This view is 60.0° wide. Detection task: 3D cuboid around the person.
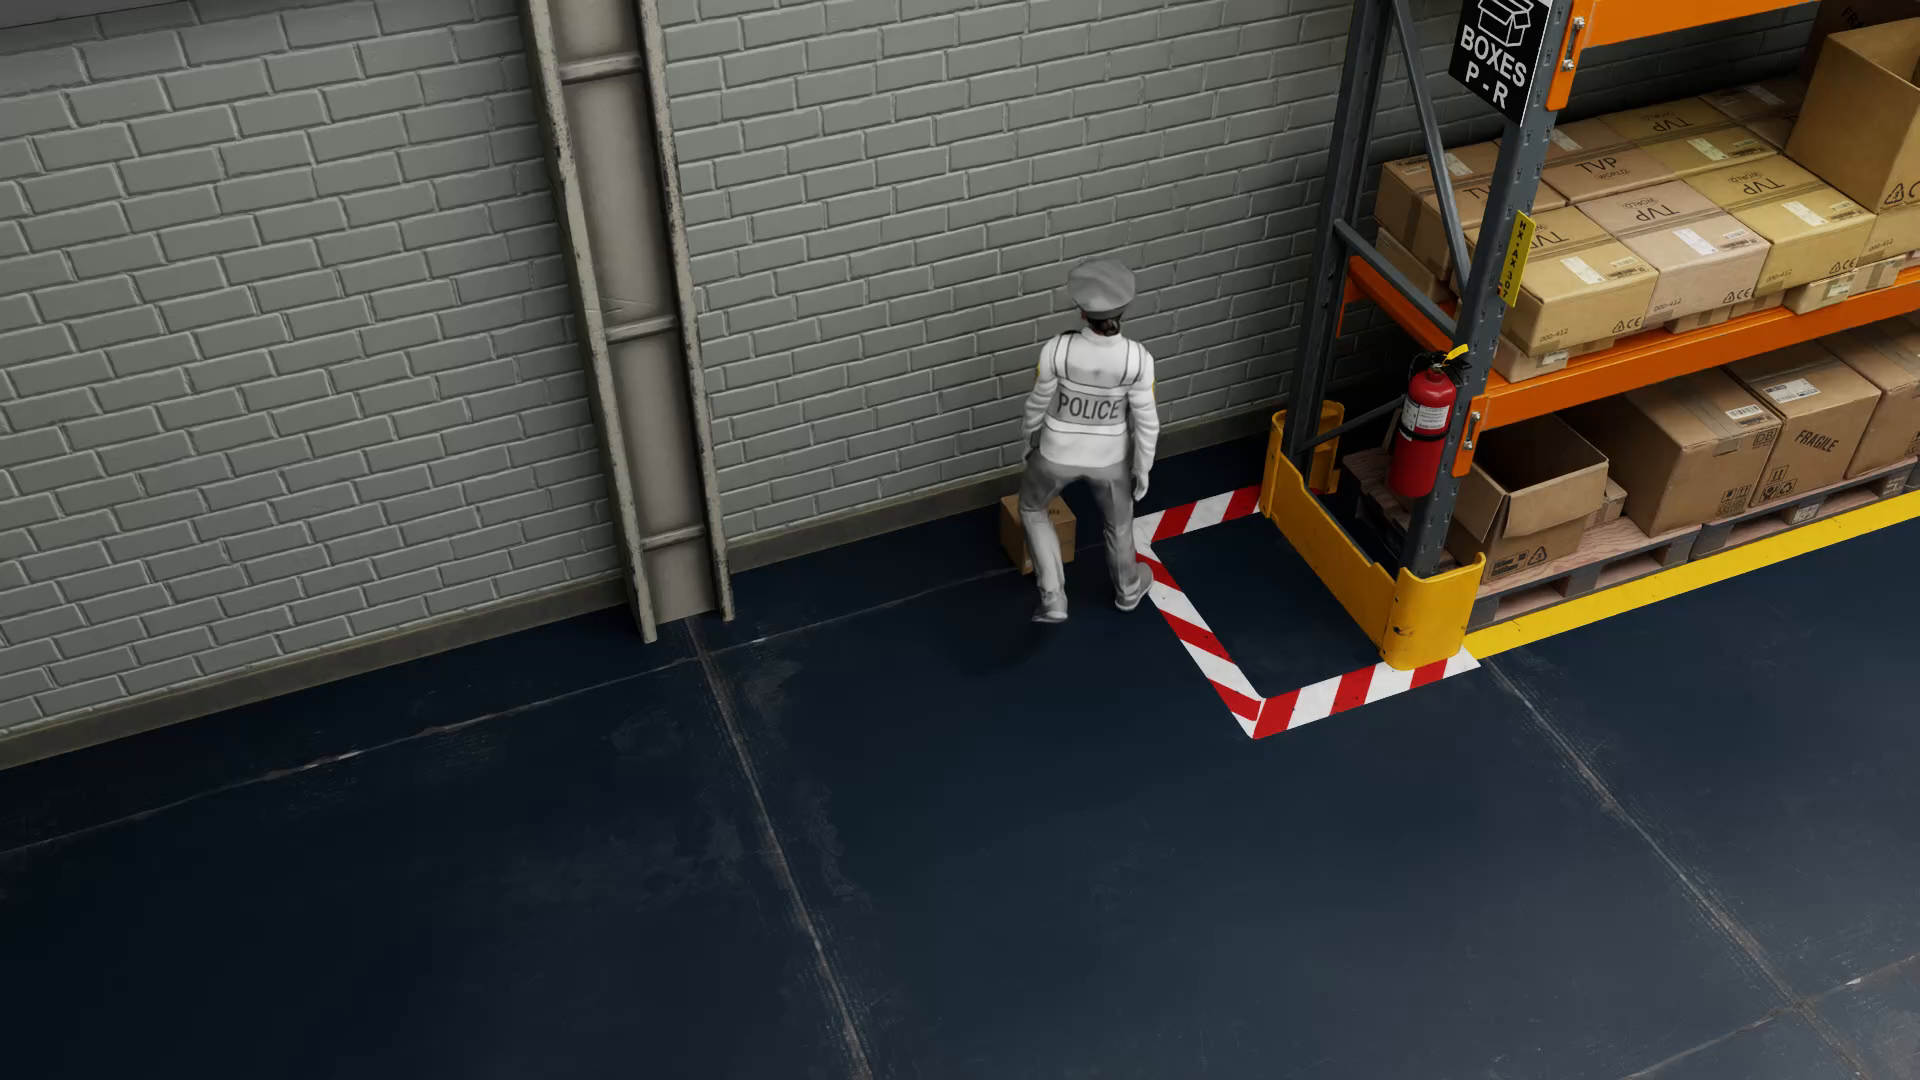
[{"bbox_3d":[0.529,-0.308,6.463,0.598,1.664,0.554,1,42,1],"label":"person"}]
